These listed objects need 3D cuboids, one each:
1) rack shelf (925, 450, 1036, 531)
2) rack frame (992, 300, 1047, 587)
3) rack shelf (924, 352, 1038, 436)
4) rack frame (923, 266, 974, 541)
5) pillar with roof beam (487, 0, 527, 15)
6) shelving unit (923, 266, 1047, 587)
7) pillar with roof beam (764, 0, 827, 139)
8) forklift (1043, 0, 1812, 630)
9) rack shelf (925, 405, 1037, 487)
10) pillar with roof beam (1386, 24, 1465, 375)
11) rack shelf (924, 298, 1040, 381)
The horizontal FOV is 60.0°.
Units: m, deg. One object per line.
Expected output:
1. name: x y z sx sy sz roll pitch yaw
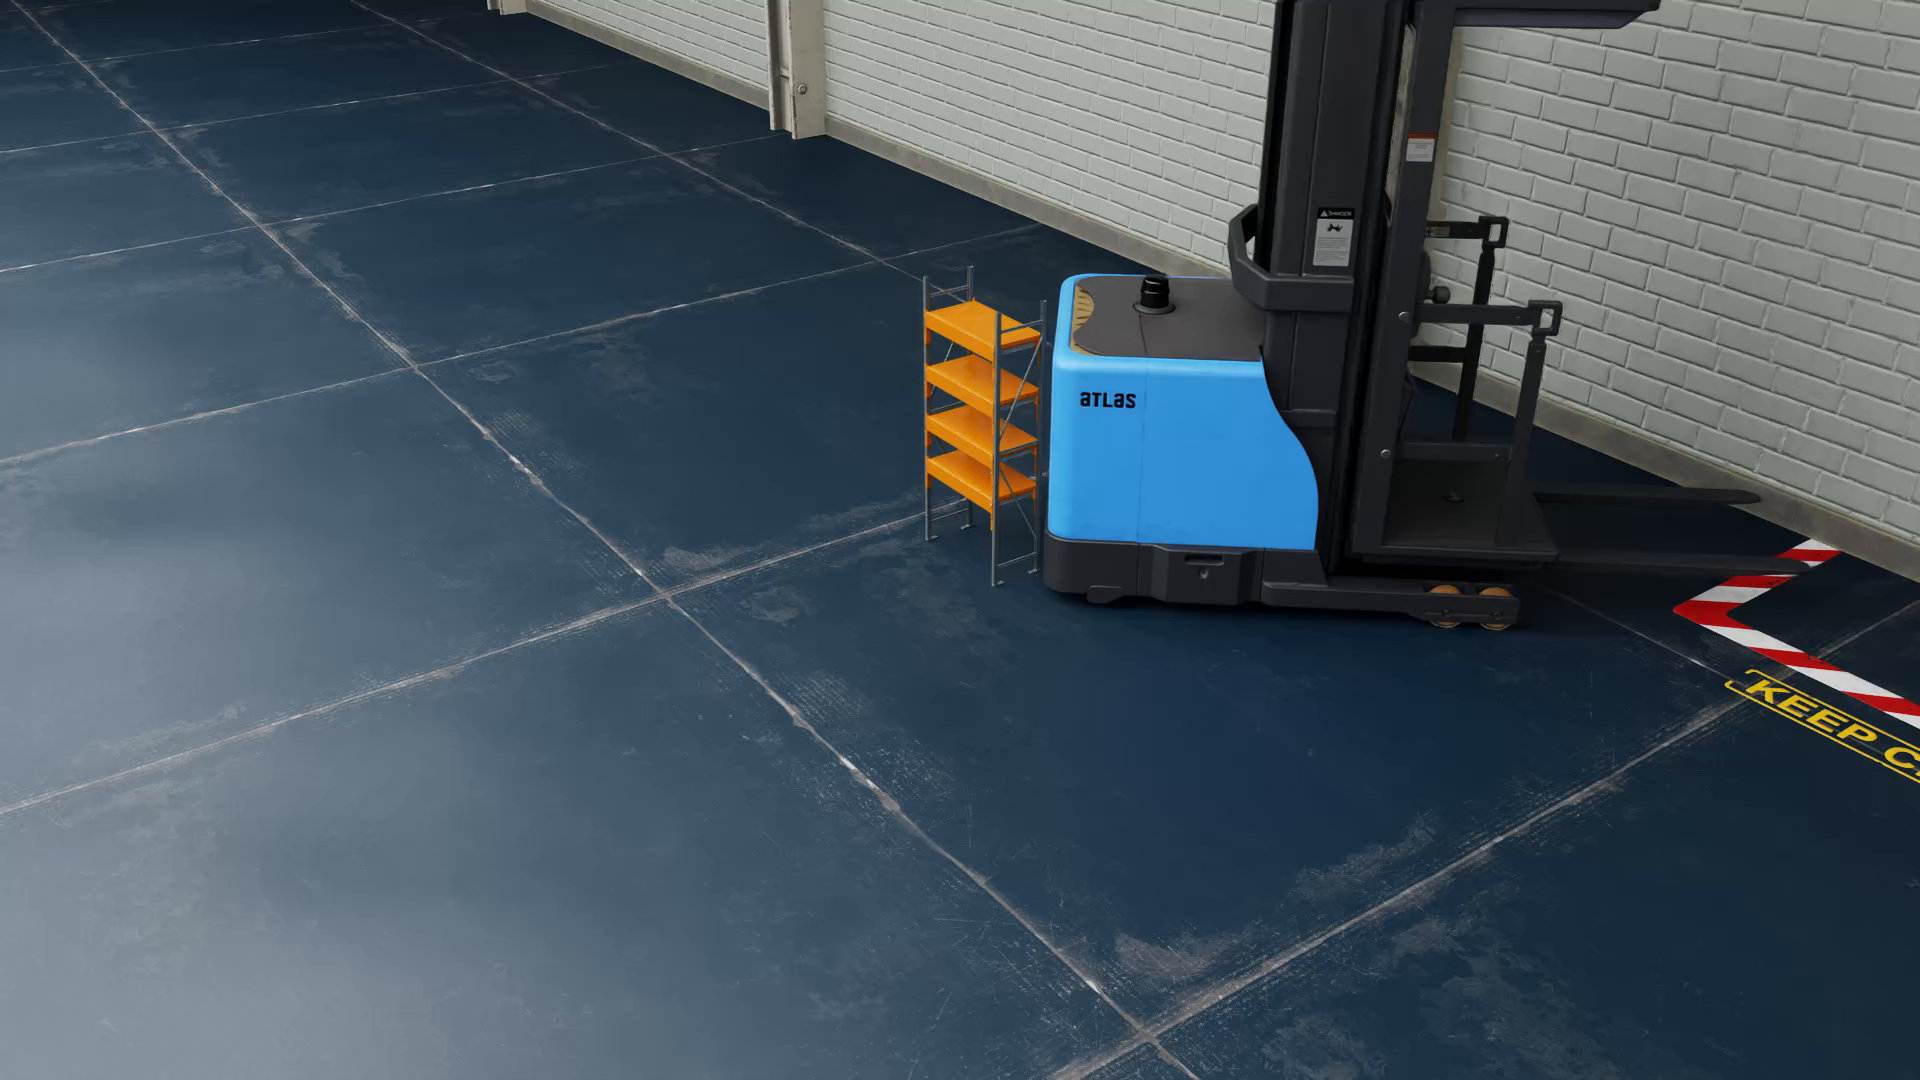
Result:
1. rack shelf: 0.093 -0.230 6.972 0.258 0.148 0.480 -18 34 -30
2. rack frame: 0.234 -0.368 6.670 0.240 1.200 0.015 -18 34 -30
3. rack shelf: 0.094 -0.601 6.771 0.258 0.148 0.480 -18 34 -30
4. rack frame: -0.047 -0.559 7.020 0.240 1.200 0.015 -18 34 -30
5. pillar with roof beam: -8.266 -8.354 13.203 9.100 9.000 0.400 -19 34 -31
6. shelving unit: 0.094 -0.463 6.845 0.258 1.200 0.503 -18 34 -30
7. pillar with roof beam: -4.786 -6.021 8.908 9.100 9.000 0.400 -19 34 -31
8. forklift: 1.888 -1.197 6.383 3.031 2.935 1.130 3 29 5
9. rack shelf: 0.094 -0.404 6.877 0.258 0.148 0.480 -18 34 -30
10. pillar with roof beam: -1.306 -3.689 4.613 9.100 9.000 0.400 -19 34 -31
11. rack shelf: 0.095 -0.809 6.658 0.258 0.148 0.480 -18 34 -30
